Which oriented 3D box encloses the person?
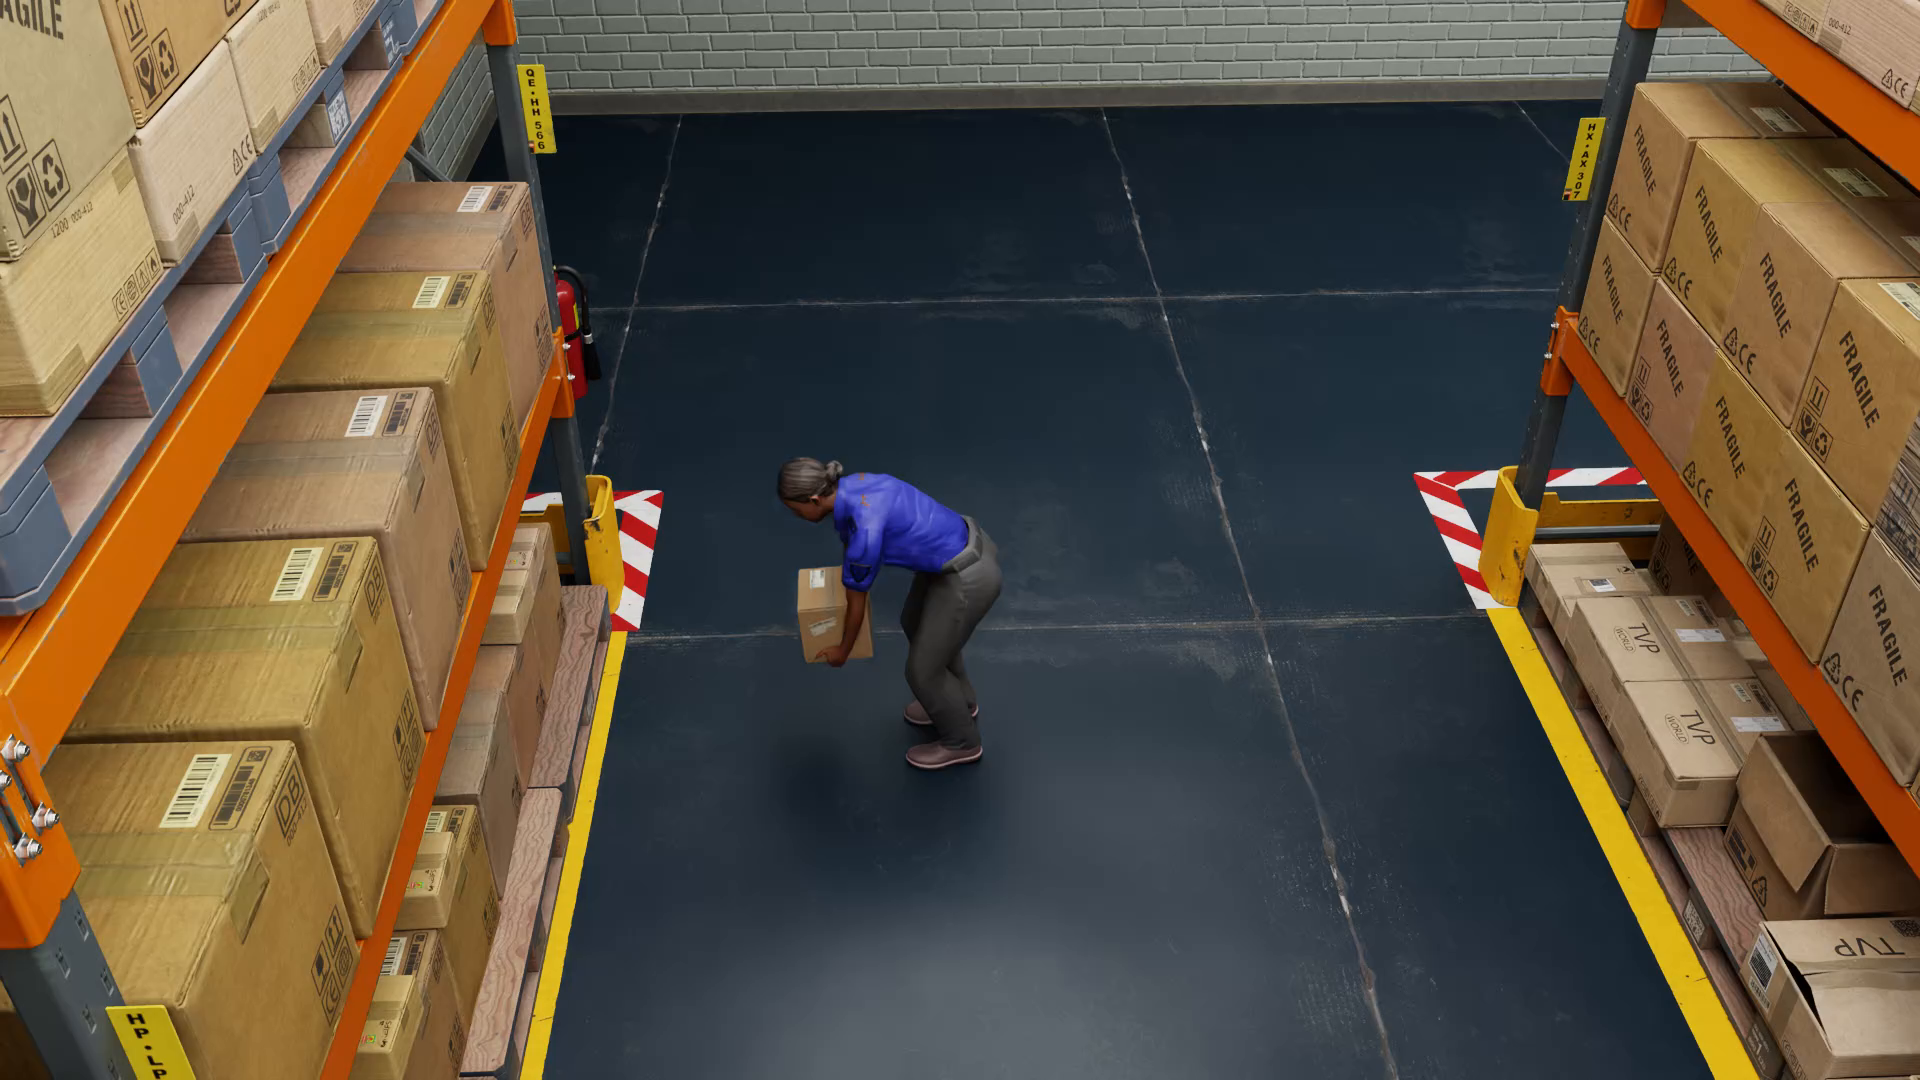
[{"bbox_3d":[-0.244,0.244,6.108,0.788,1.316,0.418,-3,36,-4],"label":"person"}]
